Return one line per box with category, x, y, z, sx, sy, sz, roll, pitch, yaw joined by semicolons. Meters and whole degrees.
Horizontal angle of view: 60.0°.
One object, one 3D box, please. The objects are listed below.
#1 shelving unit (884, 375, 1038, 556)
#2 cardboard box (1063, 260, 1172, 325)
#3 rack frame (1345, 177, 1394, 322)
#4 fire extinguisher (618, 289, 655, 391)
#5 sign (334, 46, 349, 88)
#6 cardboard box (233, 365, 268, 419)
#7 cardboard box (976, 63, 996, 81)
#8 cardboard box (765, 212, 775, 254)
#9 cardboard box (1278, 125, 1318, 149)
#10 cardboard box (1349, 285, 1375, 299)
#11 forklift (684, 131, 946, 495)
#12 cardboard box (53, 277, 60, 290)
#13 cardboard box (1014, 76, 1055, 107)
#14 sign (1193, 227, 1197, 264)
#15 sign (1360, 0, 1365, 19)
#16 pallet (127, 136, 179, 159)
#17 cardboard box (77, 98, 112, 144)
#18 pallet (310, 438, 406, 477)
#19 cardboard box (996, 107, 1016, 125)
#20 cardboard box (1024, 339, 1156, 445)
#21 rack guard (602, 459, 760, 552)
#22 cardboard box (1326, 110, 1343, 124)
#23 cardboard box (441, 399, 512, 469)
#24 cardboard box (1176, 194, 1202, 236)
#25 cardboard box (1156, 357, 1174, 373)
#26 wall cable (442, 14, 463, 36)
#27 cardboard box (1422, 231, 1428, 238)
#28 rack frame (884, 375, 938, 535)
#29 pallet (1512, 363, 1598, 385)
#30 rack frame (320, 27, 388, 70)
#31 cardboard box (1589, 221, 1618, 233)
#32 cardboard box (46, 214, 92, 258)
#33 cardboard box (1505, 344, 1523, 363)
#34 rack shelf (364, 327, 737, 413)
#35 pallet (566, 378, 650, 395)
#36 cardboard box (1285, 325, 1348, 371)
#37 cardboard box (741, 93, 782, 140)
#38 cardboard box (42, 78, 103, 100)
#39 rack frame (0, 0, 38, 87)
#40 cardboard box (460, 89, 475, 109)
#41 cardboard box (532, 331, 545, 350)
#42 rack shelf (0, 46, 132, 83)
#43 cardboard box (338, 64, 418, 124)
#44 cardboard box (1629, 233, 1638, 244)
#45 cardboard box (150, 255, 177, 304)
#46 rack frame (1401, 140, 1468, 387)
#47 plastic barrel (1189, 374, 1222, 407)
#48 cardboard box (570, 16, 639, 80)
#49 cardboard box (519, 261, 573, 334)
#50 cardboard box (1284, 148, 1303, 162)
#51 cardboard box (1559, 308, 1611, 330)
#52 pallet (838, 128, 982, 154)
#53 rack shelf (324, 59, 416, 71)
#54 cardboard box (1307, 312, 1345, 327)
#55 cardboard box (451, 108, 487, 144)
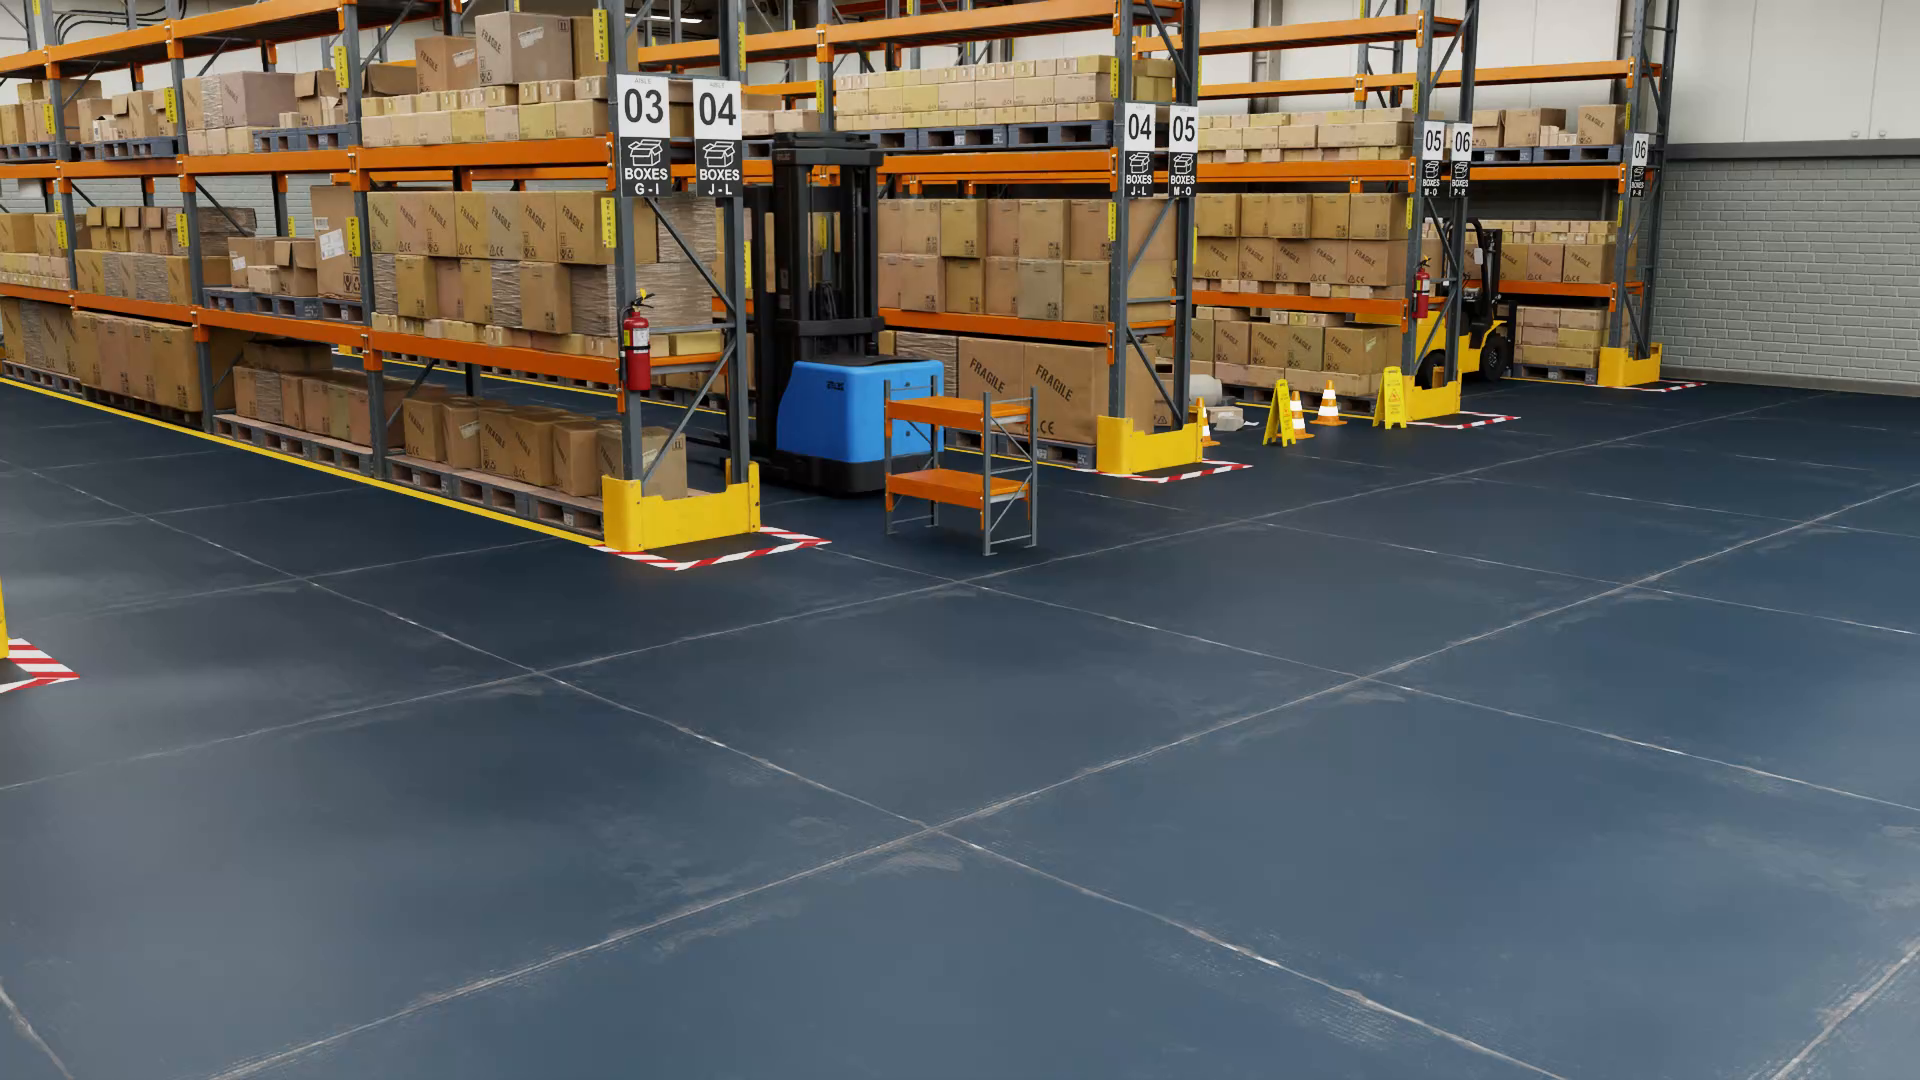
shelving unit;-0.005;-0.552;11.803;0.538;1.125;1.048;-11;16;-43
cardboard box;1.434;-2.272;15.135;0.875;0.550;0.550;-11;16;-43
rack frame;6.058;-4.131;24.531;1.000;3.000;0.127;-11;16;-43
fire extinguisher;-2.189;-1.356;11.249;0.296;0.674;0.183;-11;16;-43
sign;-5.096;-3.896;13.695;0.100;0.325;0.005;-11;16;-43
cardboard box;-6.982;-1.538;17.048;0.500;0.500;0.700;11;16;42
cardboard box;0.367;-4.330;15.417;0.380;0.149;0.250;-11;16;-43
cardboard box;-1.743;-3.420;18.351;0.700;0.500;0.500;-11;16;-43
cardboard box;3.977;-4.583;18.921;0.500;0.250;0.500;-10;16;-41
cardboard box;4.565;-2.779;18.587;0.380;0.149;0.250;-11;16;-43
forklift;-1.476;-2.039;14.542;1.130;2.935;3.031;-10;15;-41
cardboard box;-10.847;-3.139;20.337;0.380;0.149;0.250;-10;16;-41
cardboard box;0.838;-4.053;15.060;0.500;0.250;0.500;-11;16;-42
sign;2.128;-2.690;15.193;0.100;0.325;0.005;-11;16;-43
sign;5.674;-7.489;23.448;0.100;0.325;0.005;-11;16;-43
pallet;-7.942;-4.105;17.438;1.213;0.211;1.003;-10;15;-40
cardboard box;-9.814;-4.866;19.376;0.700;0.500;0.500;-10;16;-41
pallet;-5.235;-0.806;15.300;1.003;0.211;1.213;-11;16;-43
cardboard box;0.545;-3.901;15.315;0.380;0.149;0.250;-11;16;-43
cardboard box;1.207;-1.406;15.525;0.875;0.875;0.875;-11;16;-42
rack guard;-1.987;-0.261;11.940;1.175;0.500;0.348;-11;16;-43
cardboard box;4.308;-4.722;18.611;0.380;0.149;0.250;-11;16;-42
cardboard box;-4.048;-0.893;13.967;0.500;0.500;0.500;-5;13;-25
cardboard box;2.955;-3.952;20.195;0.700;0.500;0.500;-11;16;-42
cardboard box;2.683;-2.174;20.805;0.500;0.250;0.500;11;16;43
wall cable;-9.948;-8.920;32.905;0.463;3.000;0.029;-11;16;-43
cardboard box;6.585;-4.297;23.478;0.380;0.149;0.250;-10;16;-41
rack frame;-0.356;-0.626;12.163;0.500;1.125;0.032;-11;16;-43
pallet;8.262;-2.288;22.492;1.003;0.211;1.213;-11;16;-43
rack frame;-9.327;-7.424;25.646;1.000;3.000;0.127;-11;16;-43
cardboard box;8.421;-4.083;21.703;0.380;0.149;0.250;-11;16;-42
cardboard box;-10.732;-3.695;20.189;0.500;0.500;0.500;-10;15;-41
cardboard box;7.592;-2.579;22.771;0.500;0.250;0.500;-11;16;-42
rack shelf;-3.315;-1.414;13.124;1.077;0.370;4.000;-11;16;-43
pallet;-4.340;-2.067;21.421;1.003;0.211;1.213;-11;16;-43
cardboard box;4.128;-2.238;19.255;0.500;0.500;0.500;-10;15;-40
cardboard box;-2.399;-4.876;19.177;0.500;0.500;0.500;-11;16;-43
cardboard box;-10.866;-5.504;20.365;0.500;0.250;0.500;10;16;41
rack frame;-12.984;-6.748;22.363;1.000;3.000;0.127;-11;16;-43
cardboard box;-3.565;-3.341;12.644;0.380;0.149;0.250;-10;16;-41
cardboard box;-2.967;-1.511;12.434;0.380;0.149;0.250;-11;16;-43
rack shelf;-11.602;-5.908;21.059;1.077;0.370;4.000;-11;16;-43
cardboard box;-4.950;-3.866;14.512;0.637;0.503;0.797;11;16;42
cardboard box;8.774;-4.000;22.037;0.250;0.149;0.380;11;16;44
cardboard box;-8.319;-2.802;17.830;0.500;0.500;0.500;-11;16;-43
rack frame;5.233;-2.855;18.337;1.000;3.000;0.127;-11;16;-43
plastic barrel;2.712;-1.684;19.036;0.512;0.421;0.421;-1;12;-4
cardboard box;-2.764;-3.637;12.475;0.500;0.500;0.500;-11;16;-43
cardboard box;-2.726;-1.809;12.276;0.875;0.500;0.500;-11;16;-43
cardboard box;3.920;-4.405;19.050;0.250;0.149;0.380;11;16;44
cardboard box;8.277;-2.920;21.947;0.500;0.250;0.500;-10;15;-41
pallet;-0.482;-4.039;16.871;1.003;0.211;1.213;-11;16;-43
rack shelf;-7.945;-6.778;24.302;1.077;0.370;4.000;-11;16;-43
cardboard box;4.189;-2.524;19.037;0.380;0.149;0.250;-10;15;-41
cardboard box;-3.497;-3.126;12.590;0.500;0.250;0.500;-11;16;-44
